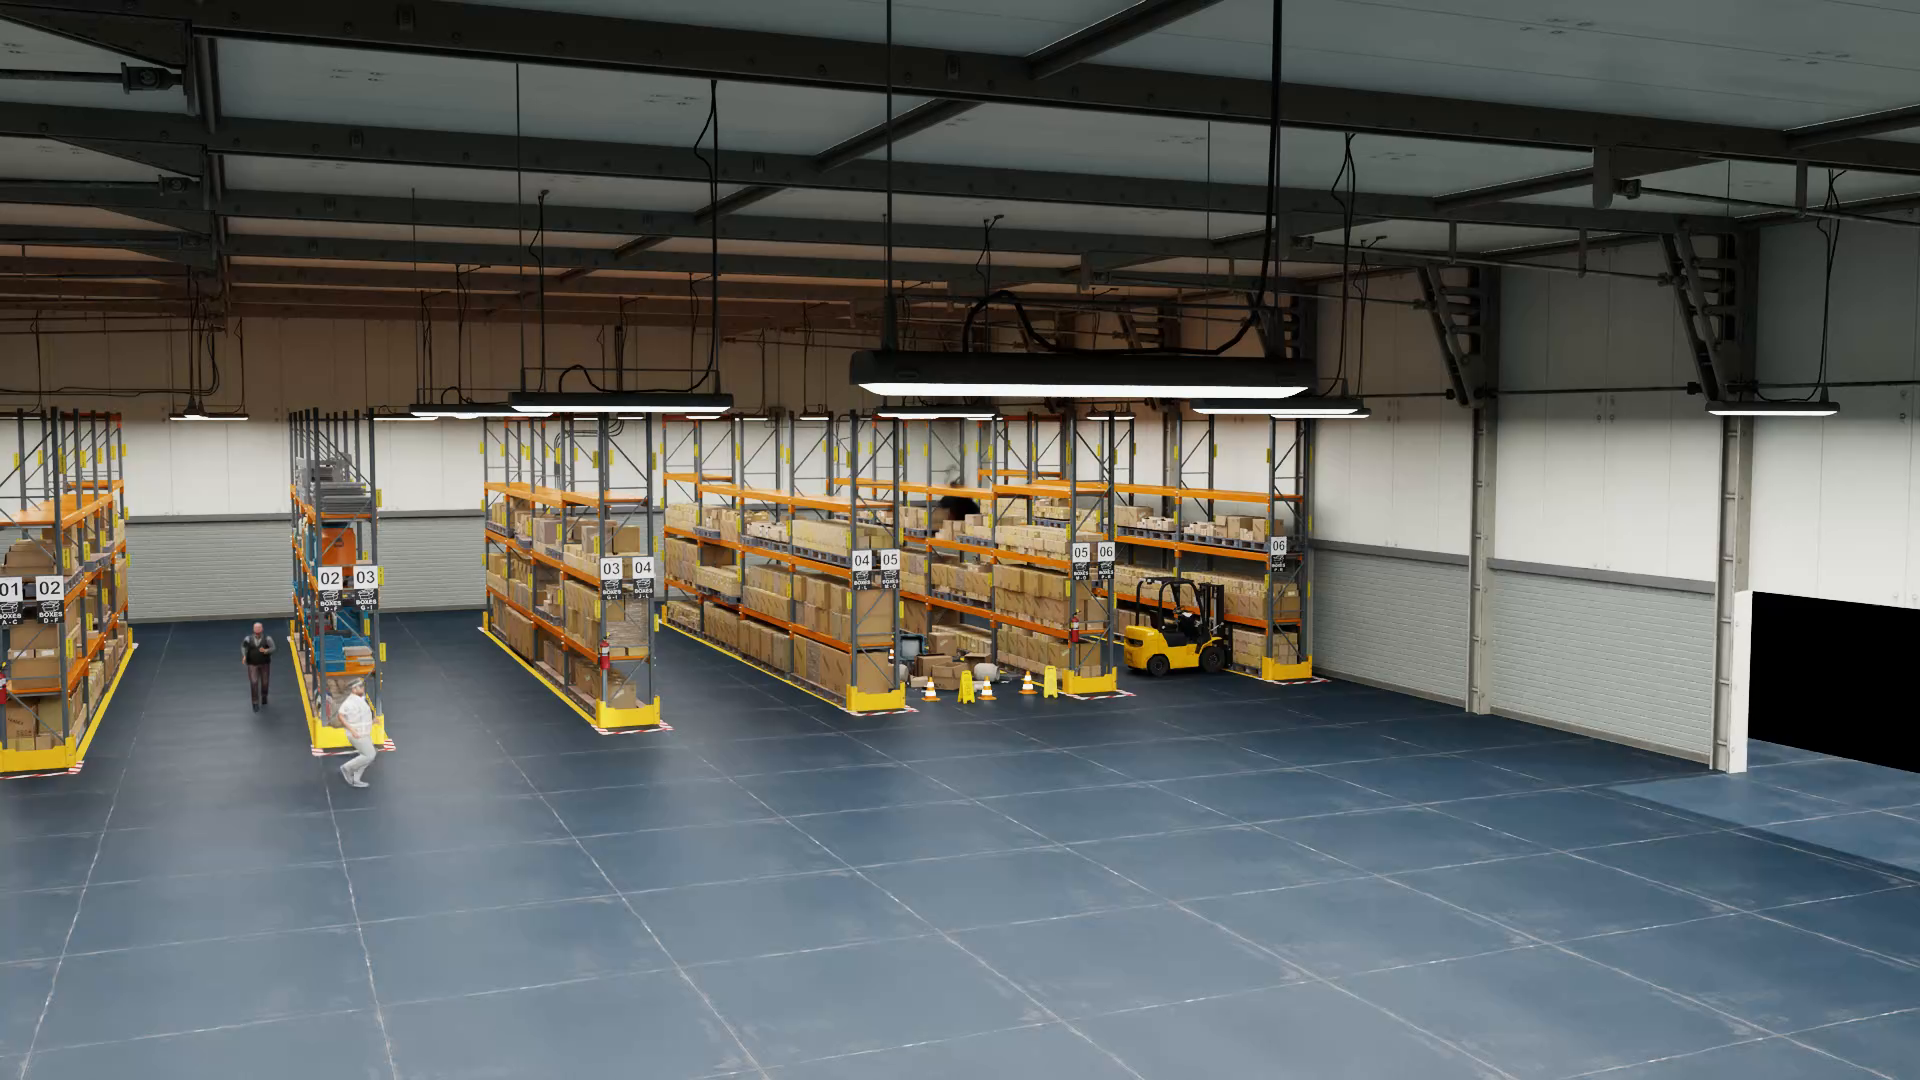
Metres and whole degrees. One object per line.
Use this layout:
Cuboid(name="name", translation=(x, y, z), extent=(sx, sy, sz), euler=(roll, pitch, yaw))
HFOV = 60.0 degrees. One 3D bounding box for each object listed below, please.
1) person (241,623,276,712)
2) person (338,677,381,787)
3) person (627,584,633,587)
Cuboid(name="person", translation=(-14.015, 2.511, 33.234), extent=(0.652, 1.714, 0.960), euler=(-2, 4, -23))
Cuboid(name="person", translation=(-9.408, 3.022, 26.139), extent=(0.577, 1.739, 0.658), euler=(0, 4, -3))
Cuboid(name="person", translation=(-9.522, 1.641, 46.910), extent=(0.676, 1.594, 0.734), euler=(1, 4, 10))
